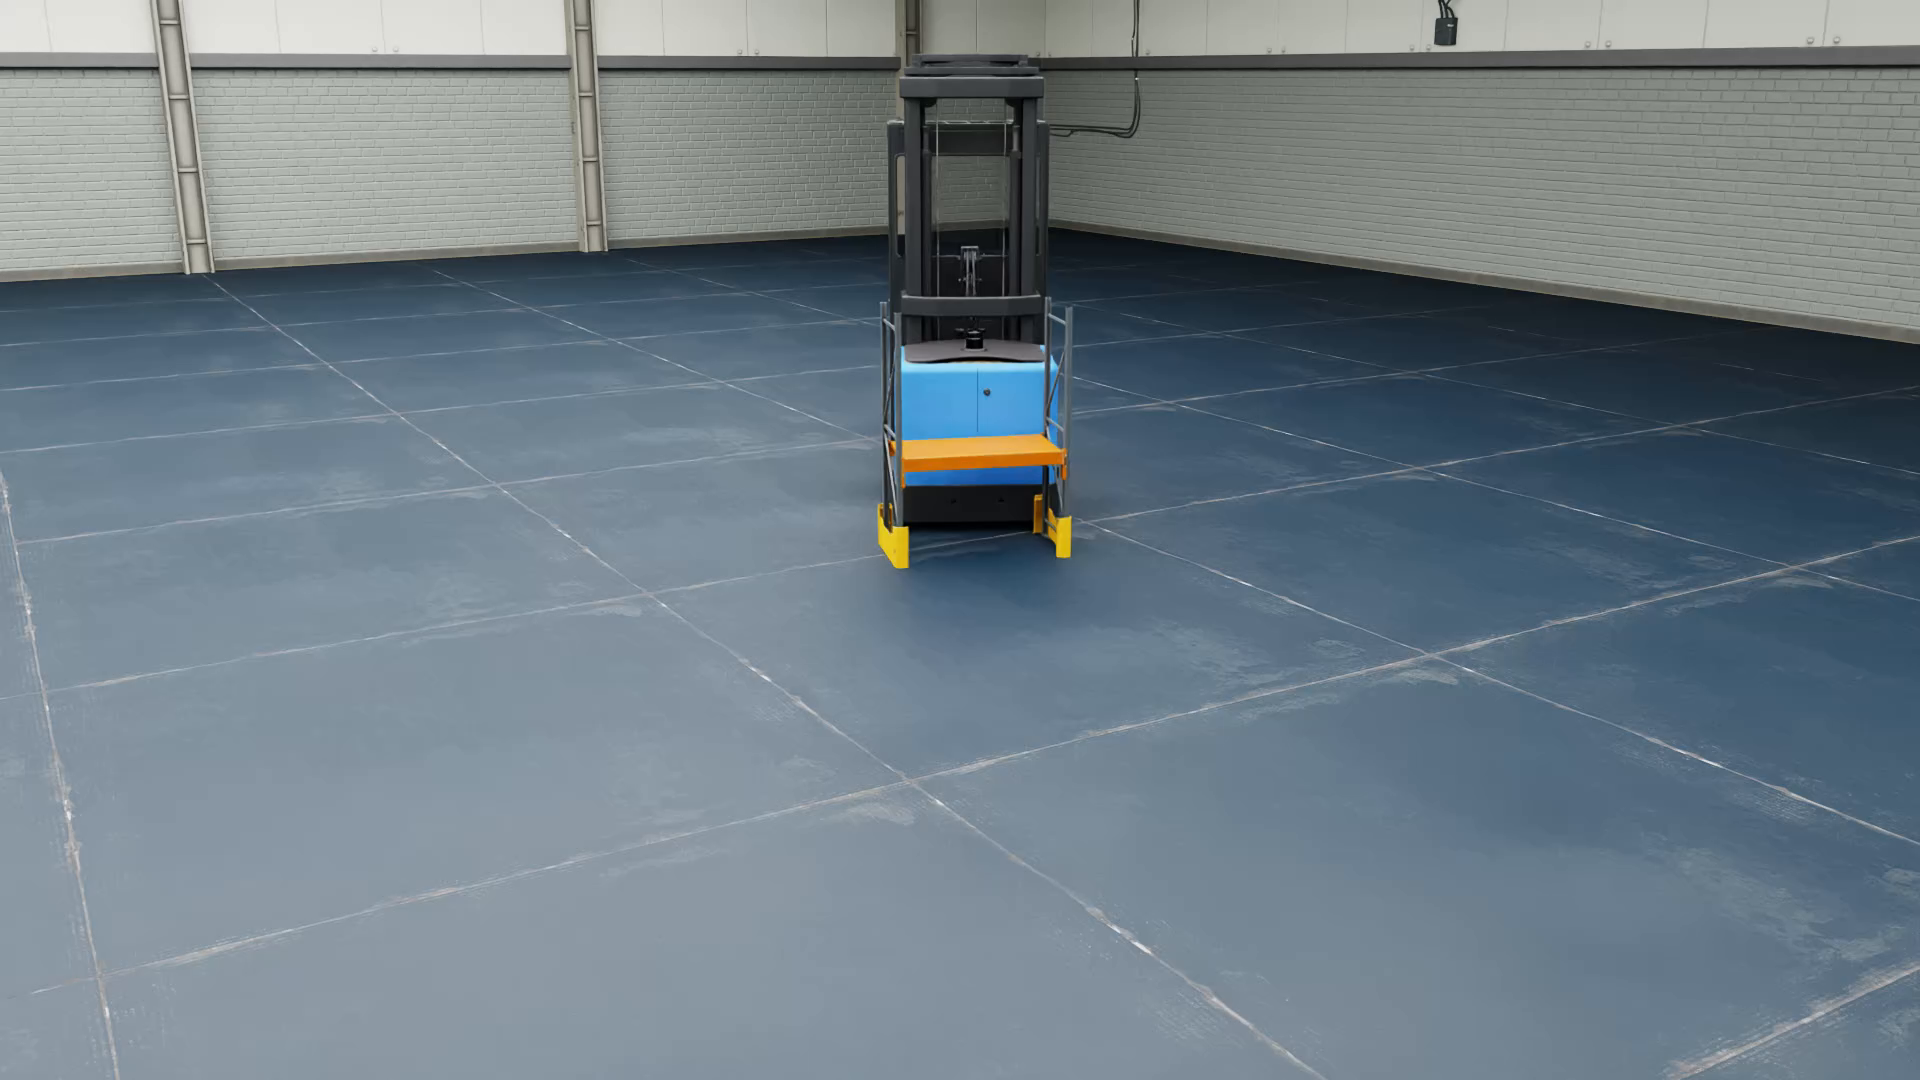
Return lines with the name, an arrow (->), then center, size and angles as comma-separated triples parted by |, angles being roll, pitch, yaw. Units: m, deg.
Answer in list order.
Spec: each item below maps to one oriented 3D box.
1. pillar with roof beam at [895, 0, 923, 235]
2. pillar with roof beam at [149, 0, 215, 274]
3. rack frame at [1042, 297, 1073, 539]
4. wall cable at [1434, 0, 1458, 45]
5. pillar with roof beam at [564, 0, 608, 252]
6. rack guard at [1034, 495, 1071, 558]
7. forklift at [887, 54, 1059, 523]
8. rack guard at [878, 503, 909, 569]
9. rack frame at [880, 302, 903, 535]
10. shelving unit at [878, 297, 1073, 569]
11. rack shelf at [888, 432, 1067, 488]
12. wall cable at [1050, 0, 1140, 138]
pillar with roof beam -> 1.314, -8.943, 25.641 | 0.400, 9.000, 9.100 | -9, 18, -30
pillar with roof beam -> -8.973, -7.275, 19.690 | 0.400, 9.000, 9.100 | -9, 18, -30
rack frame -> 0.587, -0.691, 10.097 | 0.032, 1.500, 0.500 | -3, 16, -12
wall cable -> 7.178, -9.481, 21.261 | 0.169, 6.003, 2.305 | -9, 18, -30
pillar with roof beam -> -3.829, -8.109, 22.665 | 0.400, 9.000, 9.100 | -9, 18, -30
rack guard -> 0.568, -0.088, 10.262 | 0.087, 0.250, 0.587 | -3, 16, -12
forklift -> 0.044, -1.865, 11.634 | 1.130, 2.935, 3.031 | -1, 16, -2
rack guard -> -0.404, -0.029, 10.050 | 0.087, 0.250, 0.587 | -3, 16, -12
rack frame -> -0.405, -0.631, 9.881 | 0.032, 1.500, 0.500 | -3, 16, -12
shelving unit -> 0.082, -0.660, 9.987 | 1.083, 1.500, 0.587 | -3, 16, -12
rack shelf -> 0.091, -0.488, 10.038 | 1.000, 0.185, 0.538 | -3, 16, -12
wall cable -> 2.303, -8.547, 29.983 | 0.112, 2.526, 3.097 | -9, 18, -30
